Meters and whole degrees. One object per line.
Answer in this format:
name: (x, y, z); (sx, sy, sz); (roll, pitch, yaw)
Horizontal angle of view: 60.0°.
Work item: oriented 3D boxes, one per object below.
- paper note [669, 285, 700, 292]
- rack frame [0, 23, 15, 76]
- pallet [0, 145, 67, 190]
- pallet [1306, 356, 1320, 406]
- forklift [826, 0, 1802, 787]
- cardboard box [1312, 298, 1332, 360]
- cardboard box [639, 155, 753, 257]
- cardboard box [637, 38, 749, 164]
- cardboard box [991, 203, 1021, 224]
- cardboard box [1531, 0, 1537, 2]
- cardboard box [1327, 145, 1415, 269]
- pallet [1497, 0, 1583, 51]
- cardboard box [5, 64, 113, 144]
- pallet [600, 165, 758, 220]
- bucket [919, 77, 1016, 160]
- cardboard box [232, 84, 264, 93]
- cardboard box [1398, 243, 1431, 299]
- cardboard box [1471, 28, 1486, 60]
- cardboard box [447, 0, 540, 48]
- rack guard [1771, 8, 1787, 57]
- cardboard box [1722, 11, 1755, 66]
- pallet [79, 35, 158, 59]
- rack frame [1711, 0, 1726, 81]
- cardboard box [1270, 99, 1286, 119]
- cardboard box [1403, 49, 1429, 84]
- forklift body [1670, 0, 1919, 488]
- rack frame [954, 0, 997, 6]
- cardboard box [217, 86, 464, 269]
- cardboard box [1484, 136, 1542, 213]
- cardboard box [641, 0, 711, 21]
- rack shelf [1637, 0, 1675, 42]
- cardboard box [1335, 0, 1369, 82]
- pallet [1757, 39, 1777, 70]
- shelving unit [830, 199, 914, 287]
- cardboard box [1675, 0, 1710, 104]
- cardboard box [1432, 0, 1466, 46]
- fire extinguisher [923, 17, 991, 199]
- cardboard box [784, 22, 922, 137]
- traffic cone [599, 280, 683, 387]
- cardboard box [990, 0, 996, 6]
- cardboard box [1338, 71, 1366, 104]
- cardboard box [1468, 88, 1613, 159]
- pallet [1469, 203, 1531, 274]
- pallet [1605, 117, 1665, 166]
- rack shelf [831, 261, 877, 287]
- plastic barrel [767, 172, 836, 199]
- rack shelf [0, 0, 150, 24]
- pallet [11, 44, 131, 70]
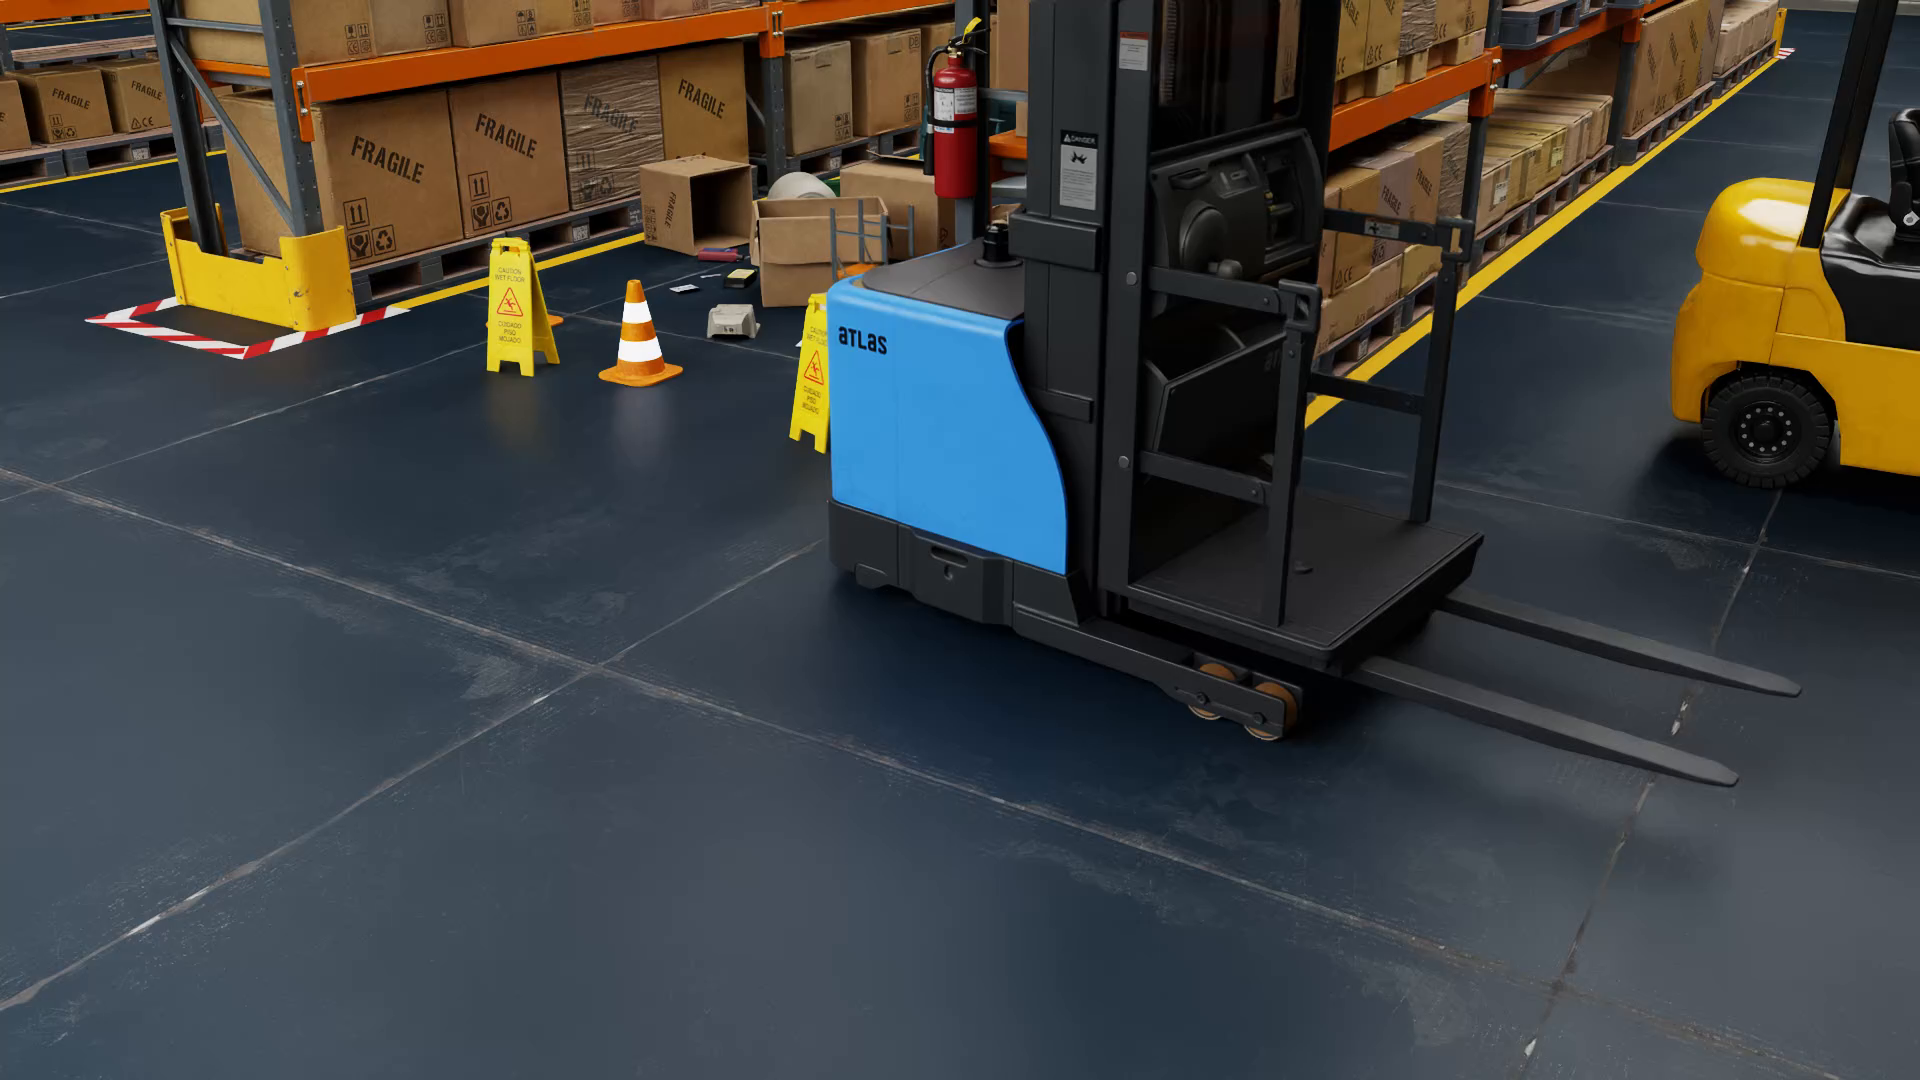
paper note: (-1.576, -1.452, 9.568); (0.142, 0.017, 0.144); (-17, 29, -35)
rack frame: (-10.082, -6.117, 16.605); (1.000, 3.000, 0.127); (14, 27, 29)
pallet: (-7.485, -2.742, 12.319); (1.003, 0.211, 1.213); (14, 27, 29)
pallet: (0.934, -0.665, 7.521); (1.003, 0.211, 1.213); (14, 27, 29)
forklift: (1.002, -0.994, 4.856); (3.031, 2.935, 1.130); (18, 29, 35)
cardboard box: (1.371, -0.969, 7.644); (0.500, 0.250, 0.500); (15, 28, 31)
cardboard box: (-1.660, -2.121, 10.517); (0.500, 0.500, 0.500); (20, 30, 38)
cardboard box: (-2.105, -3.026, 11.610); (0.875, 0.875, 0.875); (14, 27, 30)
cardboard box: (0.292, -1.923, 10.357); (0.258, 0.266, 0.396); (-3, 24, -7)
cardboard box: (3.244, -3.283, 9.845); (0.380, 0.149, 0.250); (14, 27, 30)
cardboard box: (1.926, -1.677, 8.337); (0.500, 0.500, 0.500); (15, 28, 32)
pallet: (3.072, -3.142, 9.974); (1.003, 0.211, 1.213); (14, 27, 29)
cardboard box: (-7.008, -3.398, 12.943); (0.500, 0.500, 0.500); (17, 29, 34)
pallet: (-2.181, -2.486, 11.727); (1.003, 0.211, 1.213); (14, 27, 29)
bucket: (0.173, -2.672, 10.854); (0.620, 0.611, 0.726); (-6, 22, -39)
cardboard box: (-6.119, -3.998, 14.328); (0.500, 0.500, 0.500); (13, 27, 27)
cardboard box: (2.189, -1.496, 8.862); (0.500, 0.250, 0.500); (13, 27, 28)
cardboard box: (2.635, -2.715, 9.062); (0.380, 0.149, 0.250); (14, 27, 28)
cardboard box: (-2.992, -3.212, 9.706); (0.875, 0.550, 0.550); (14, 27, 29)
rack guard: (8.888, -5.914, 19.281); (1.175, 0.500, 0.348); (14, 27, 29)
cardboard box: (7.659, -5.211, 17.209); (0.875, 0.438, 0.875); (13, 27, 27)
pallet: (-9.058, -5.524, 18.745); (1.003, 0.211, 1.213); (14, 27, 29)
rack frame: (6.765, -5.703, 15.648); (1.000, 3.000, 0.127); (14, 27, 29)
cardboard box: (1.120, -1.769, 6.878); (0.380, 0.149, 0.250); (13, 27, 27)
cardboard box: (2.101, -2.371, 8.268); (0.380, 0.149, 0.250); (13, 27, 28)
forklift body: (4.105, -1.247, 6.422); (2.313, 2.155, 1.214); (14, 27, 29)
rack frame: (0.397, -5.356, 14.846); (1.000, 3.000, 0.127); (14, 27, 29)
cardboard box: (-3.522, -2.116, 9.509); (0.875, 0.875, 0.875); (14, 27, 29)
cardboard box: (3.196, -2.410, 10.821); (0.950, 0.372, 0.625); (16, 28, 32)
cardboard box: (-2.169, -3.757, 10.965); (0.875, 0.550, 0.550); (14, 27, 29)
rack shelf: (5.710, -4.698, 14.231); (1.077, 0.370, 4.000); (14, 27, 29)
cardboard box: (1.459, -2.285, 7.251); (0.500, 0.500, 0.500); (13, 27, 28)
pallet: (8.520, -5.487, 18.659); (1.003, 0.211, 1.213); (14, 27, 29)
shelving unit: (-0.318, -0.653, 6.248); (0.258, 1.200, 0.189); (13, 27, 27)
cardboard box: (6.036, -4.388, 14.756); (0.875, 0.875, 0.875); (15, 27, 30)
cardboard box: (2.256, -2.808, 8.460); (0.500, 0.500, 0.500); (15, 28, 31)
fire extinguisher: (-0.017, -1.675, 6.441); (0.296, 0.674, 0.183); (14, 27, 29)
cardboard box: (-0.950, -3.719, 13.369); (1.050, 0.750, 0.750); (14, 27, 29)
traffic cone: (-1.556, -1.022, 8.028); (0.336, 0.463, 0.334); (14, 27, 29)
cardboard box: (0.535, -5.031, 15.771); (0.500, 0.250, 0.500); (13, 27, 28)
cardboard box: (1.654, -2.124, 7.698); (0.380, 0.149, 0.250); (13, 27, 28)
cardboard box: (4.349, -3.151, 12.532); (0.950, 0.372, 0.625); (12, 26, 25)
pallet: (2.955, -1.986, 10.572); (1.003, 0.211, 1.213); (14, 27, 29)
pallet: (5.135, -3.323, 13.661); (1.003, 0.211, 1.213); (14, 27, 29)
rack shelf: (-0.318, -0.943, 6.123); (0.258, 0.103, 0.180); (13, 27, 27)
plastic barrel: (-1.009, -2.119, 10.613); (0.421, 0.421, 0.512); (-7, 24, -17)
rack shelf: (-6.929, -4.074, 12.791); (1.077, 0.370, 4.000); (14, 27, 29)
pallet: (-9.700, -5.111, 17.790); (1.003, 0.211, 1.213); (14, 27, 29)
